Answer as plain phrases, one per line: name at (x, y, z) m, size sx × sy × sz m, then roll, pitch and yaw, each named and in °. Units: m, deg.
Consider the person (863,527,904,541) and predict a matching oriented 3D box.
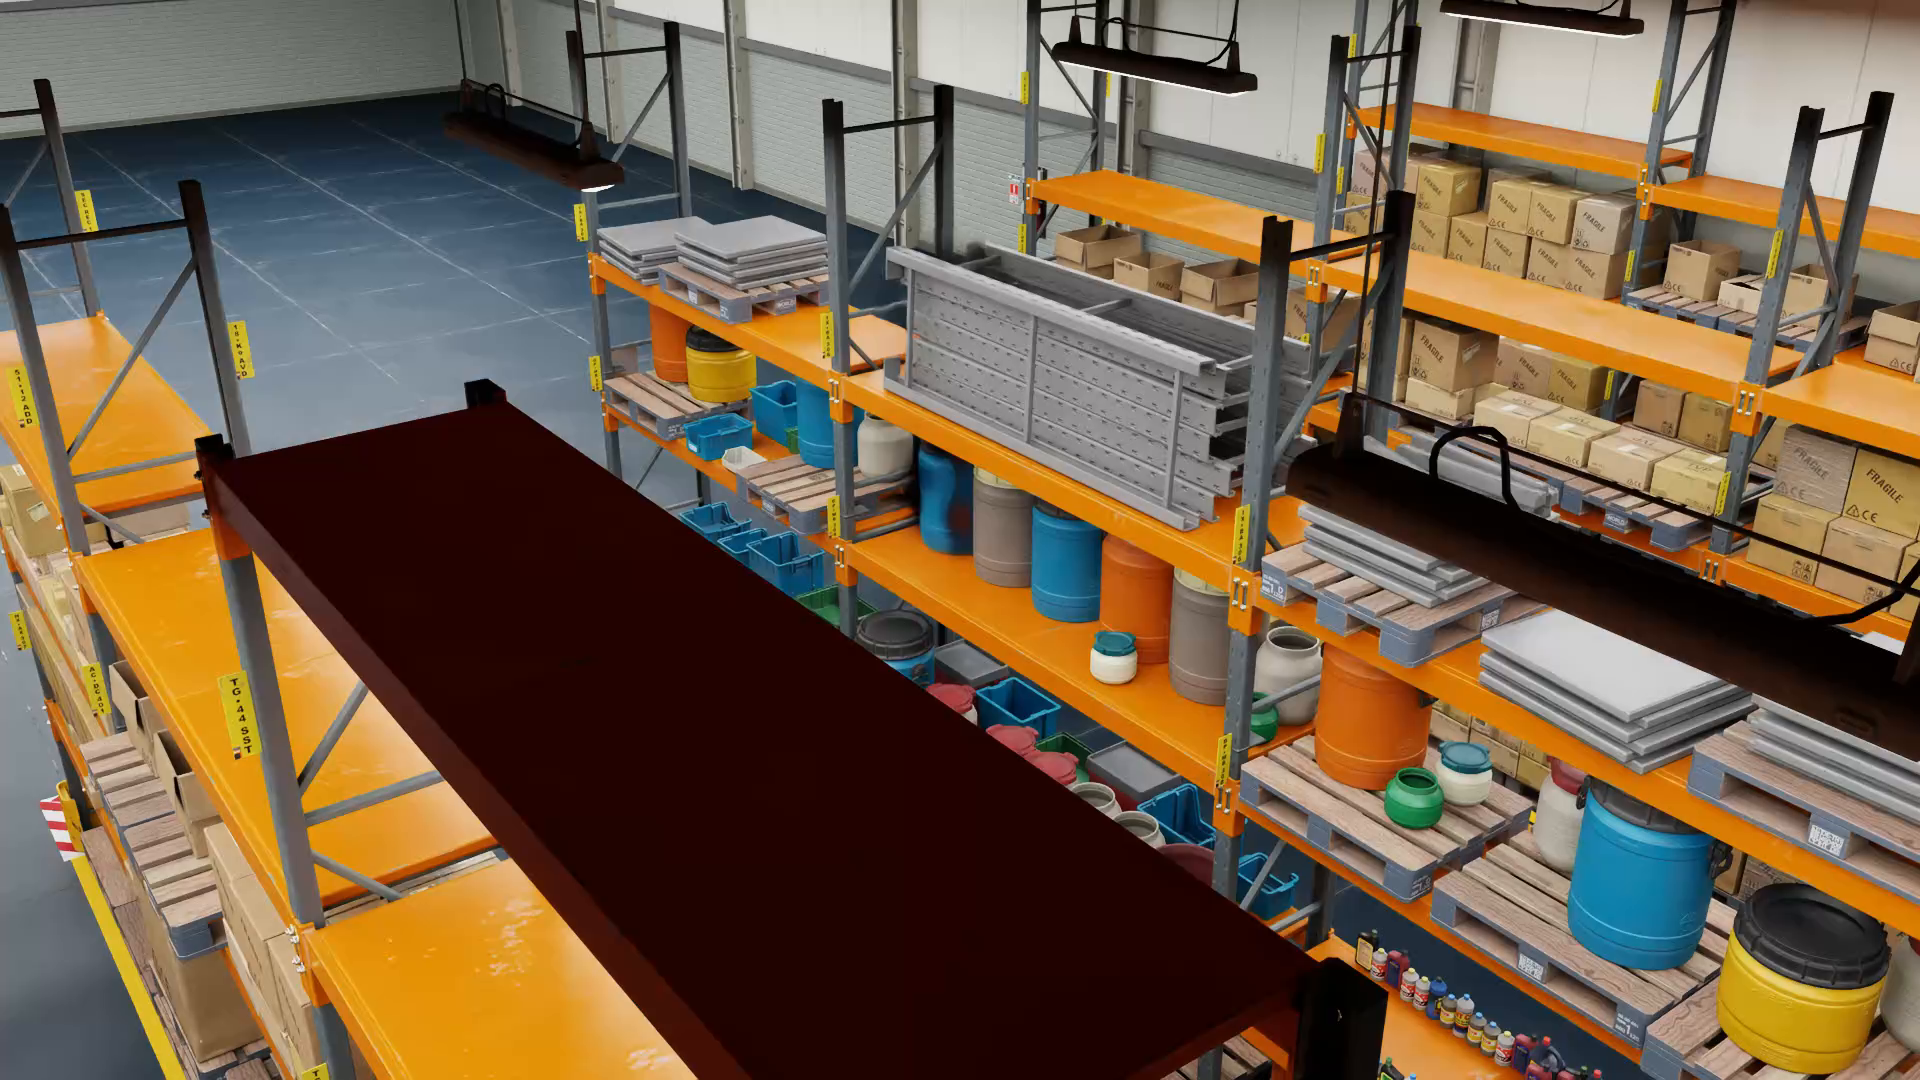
person at (-0.857, -0.154, 17.690) m, size 0.845 × 1.386 × 0.677 m, roll -15°, pitch 29°, yaw -29°
